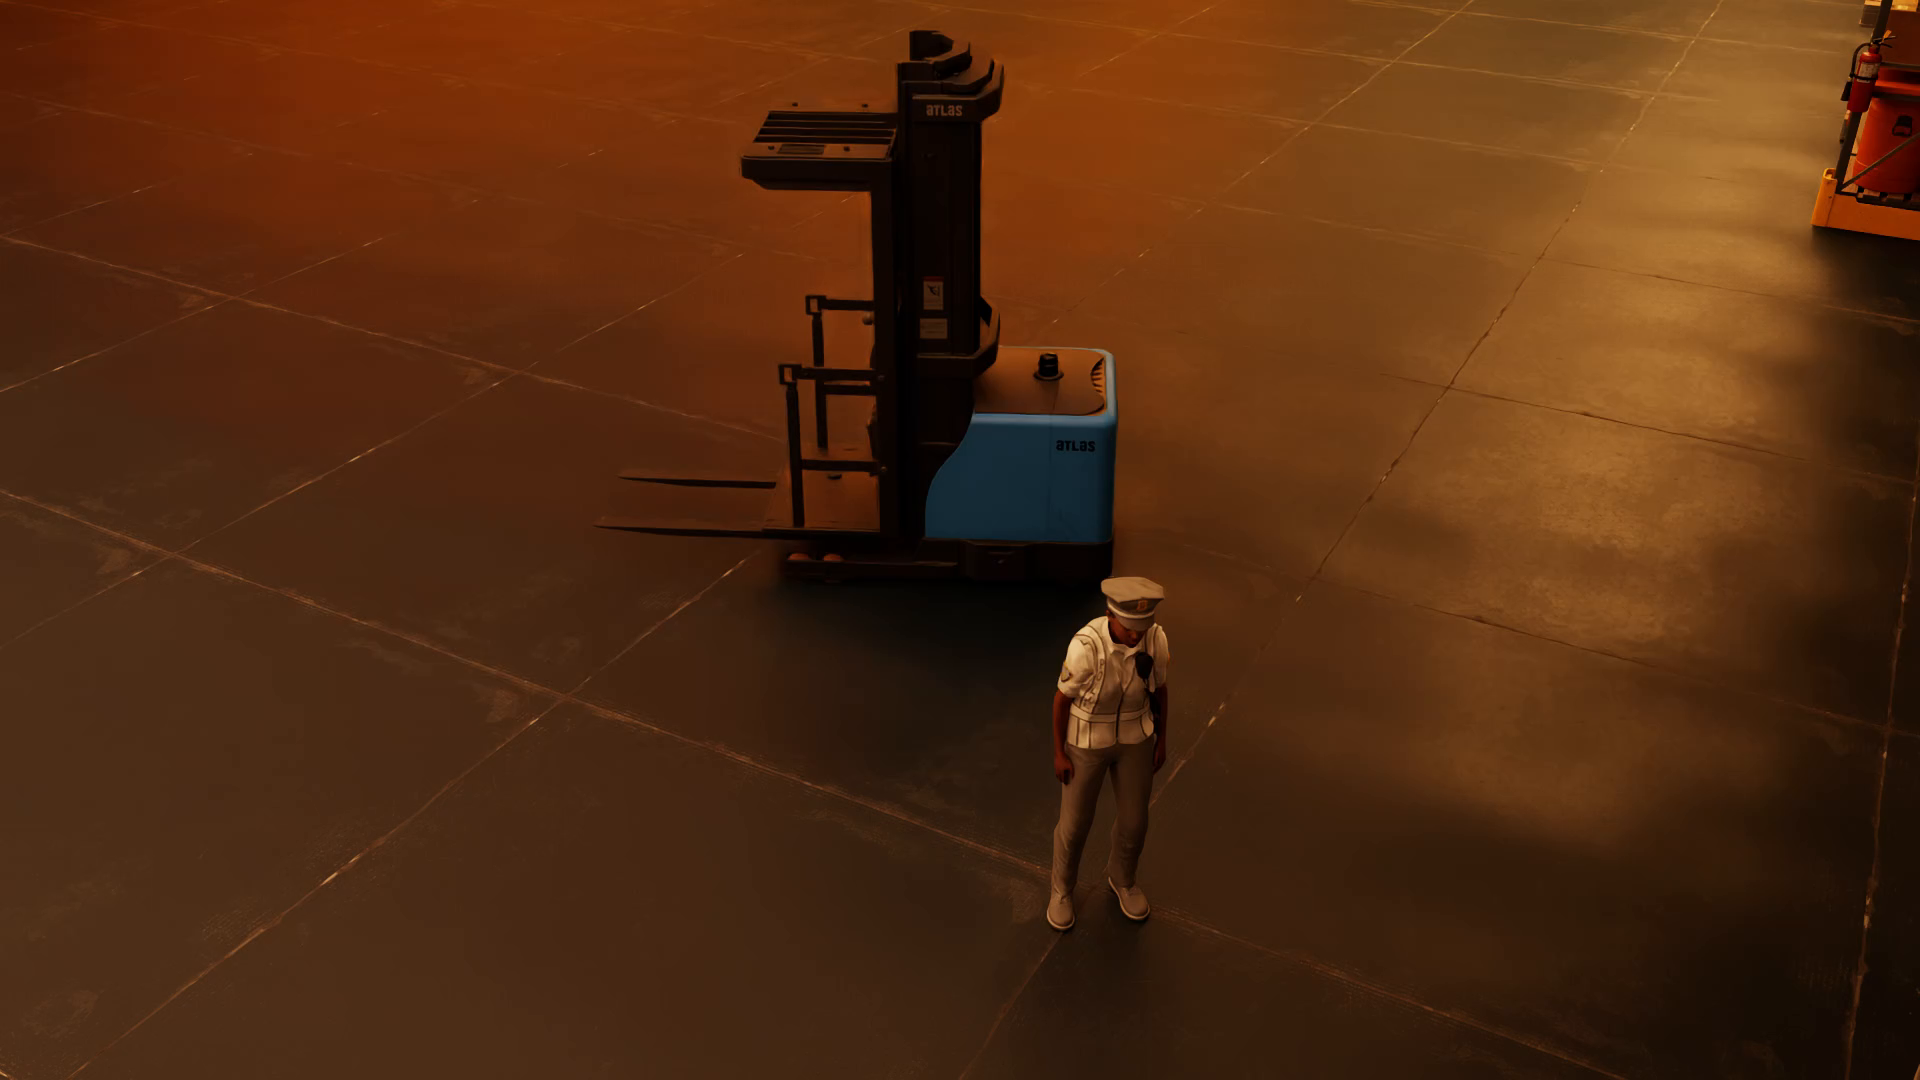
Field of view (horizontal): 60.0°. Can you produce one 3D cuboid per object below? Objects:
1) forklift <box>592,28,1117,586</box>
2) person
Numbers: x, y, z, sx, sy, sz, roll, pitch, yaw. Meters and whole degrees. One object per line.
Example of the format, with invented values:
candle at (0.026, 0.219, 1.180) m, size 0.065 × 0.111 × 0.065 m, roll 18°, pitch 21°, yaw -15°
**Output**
forklift at (-0.616, -1.282, 9.292) m, size 3.031 × 2.935 × 1.130 m, roll 2°, pitch 30°, yaw 3°
person at (0.612, 0.857, 6.863) m, size 0.519 × 1.656 × 0.396 m, roll -6°, pitch 31°, yaw -11°
